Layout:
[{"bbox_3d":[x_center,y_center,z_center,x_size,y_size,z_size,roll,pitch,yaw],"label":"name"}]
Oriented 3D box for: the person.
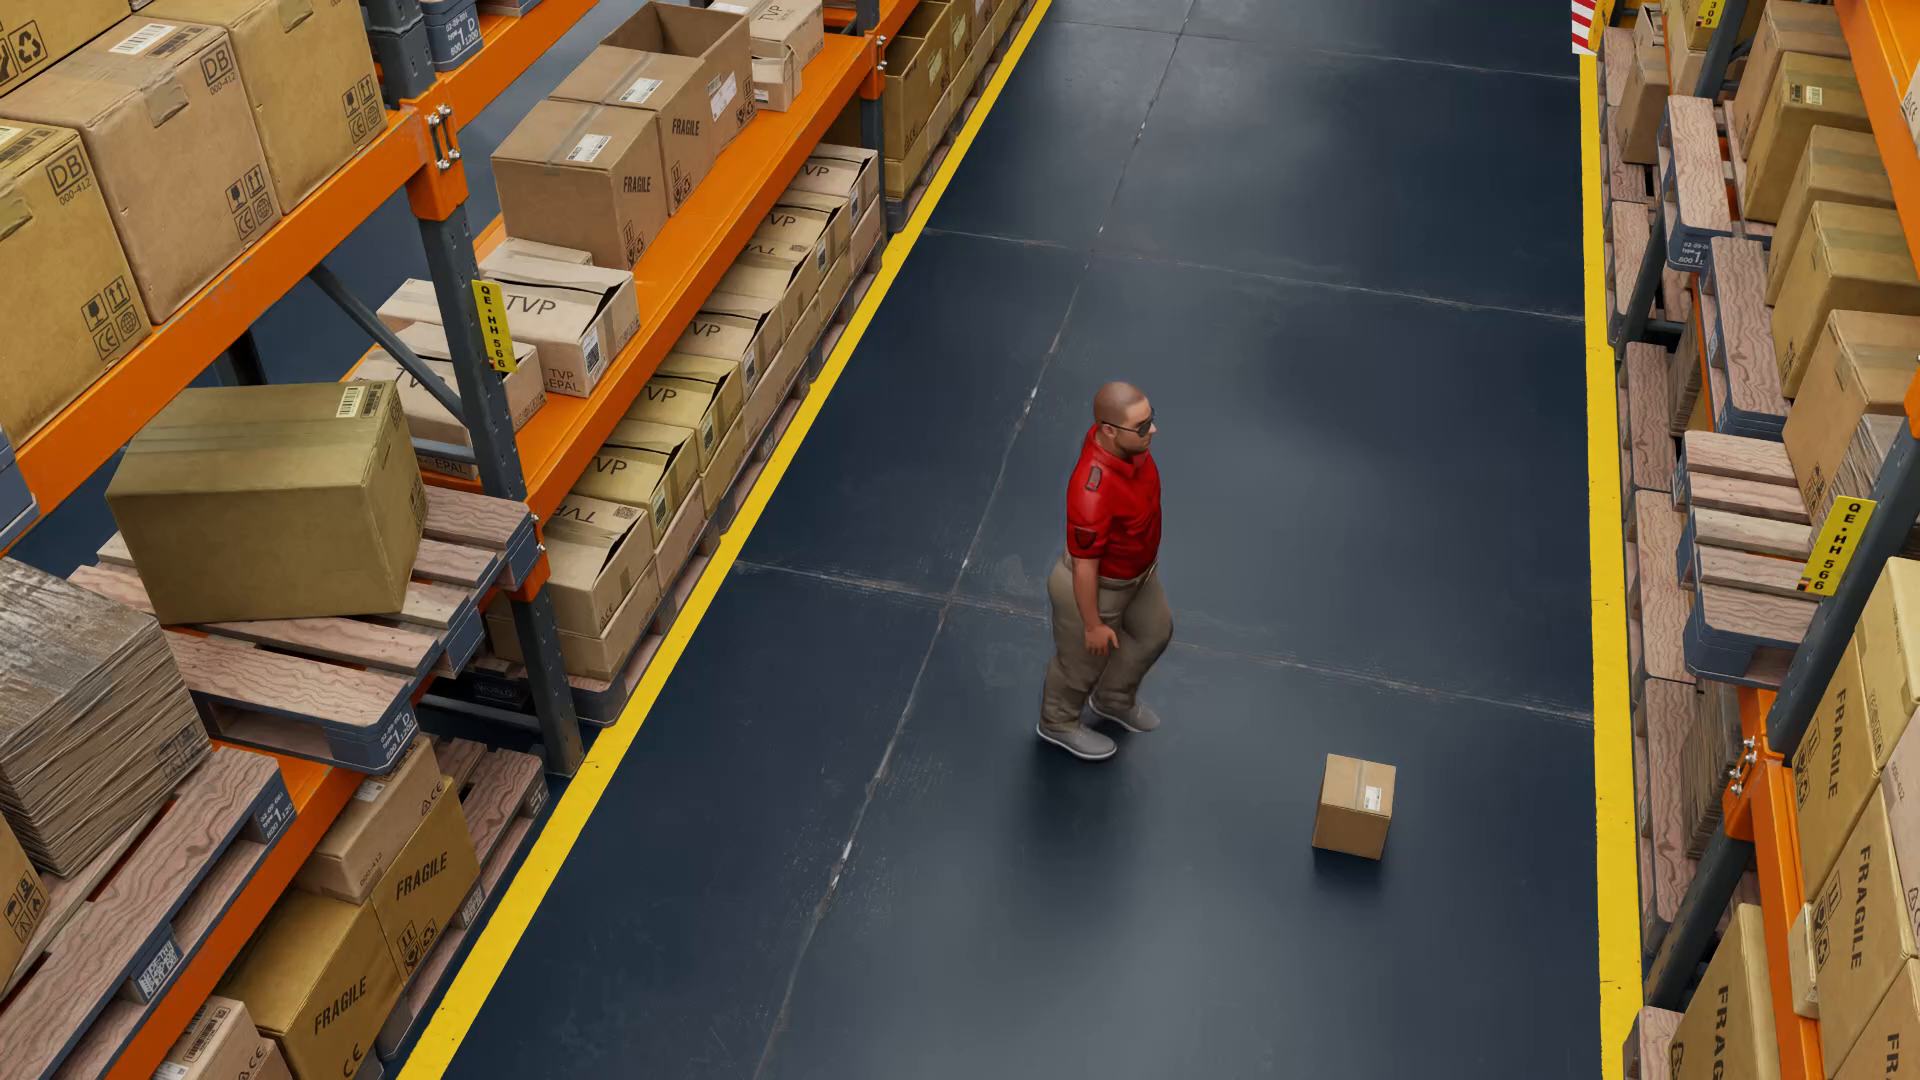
[{"bbox_3d":[0.523,0.170,5.994,0.453,1.782,0.561,15,43,17],"label":"person"}]
